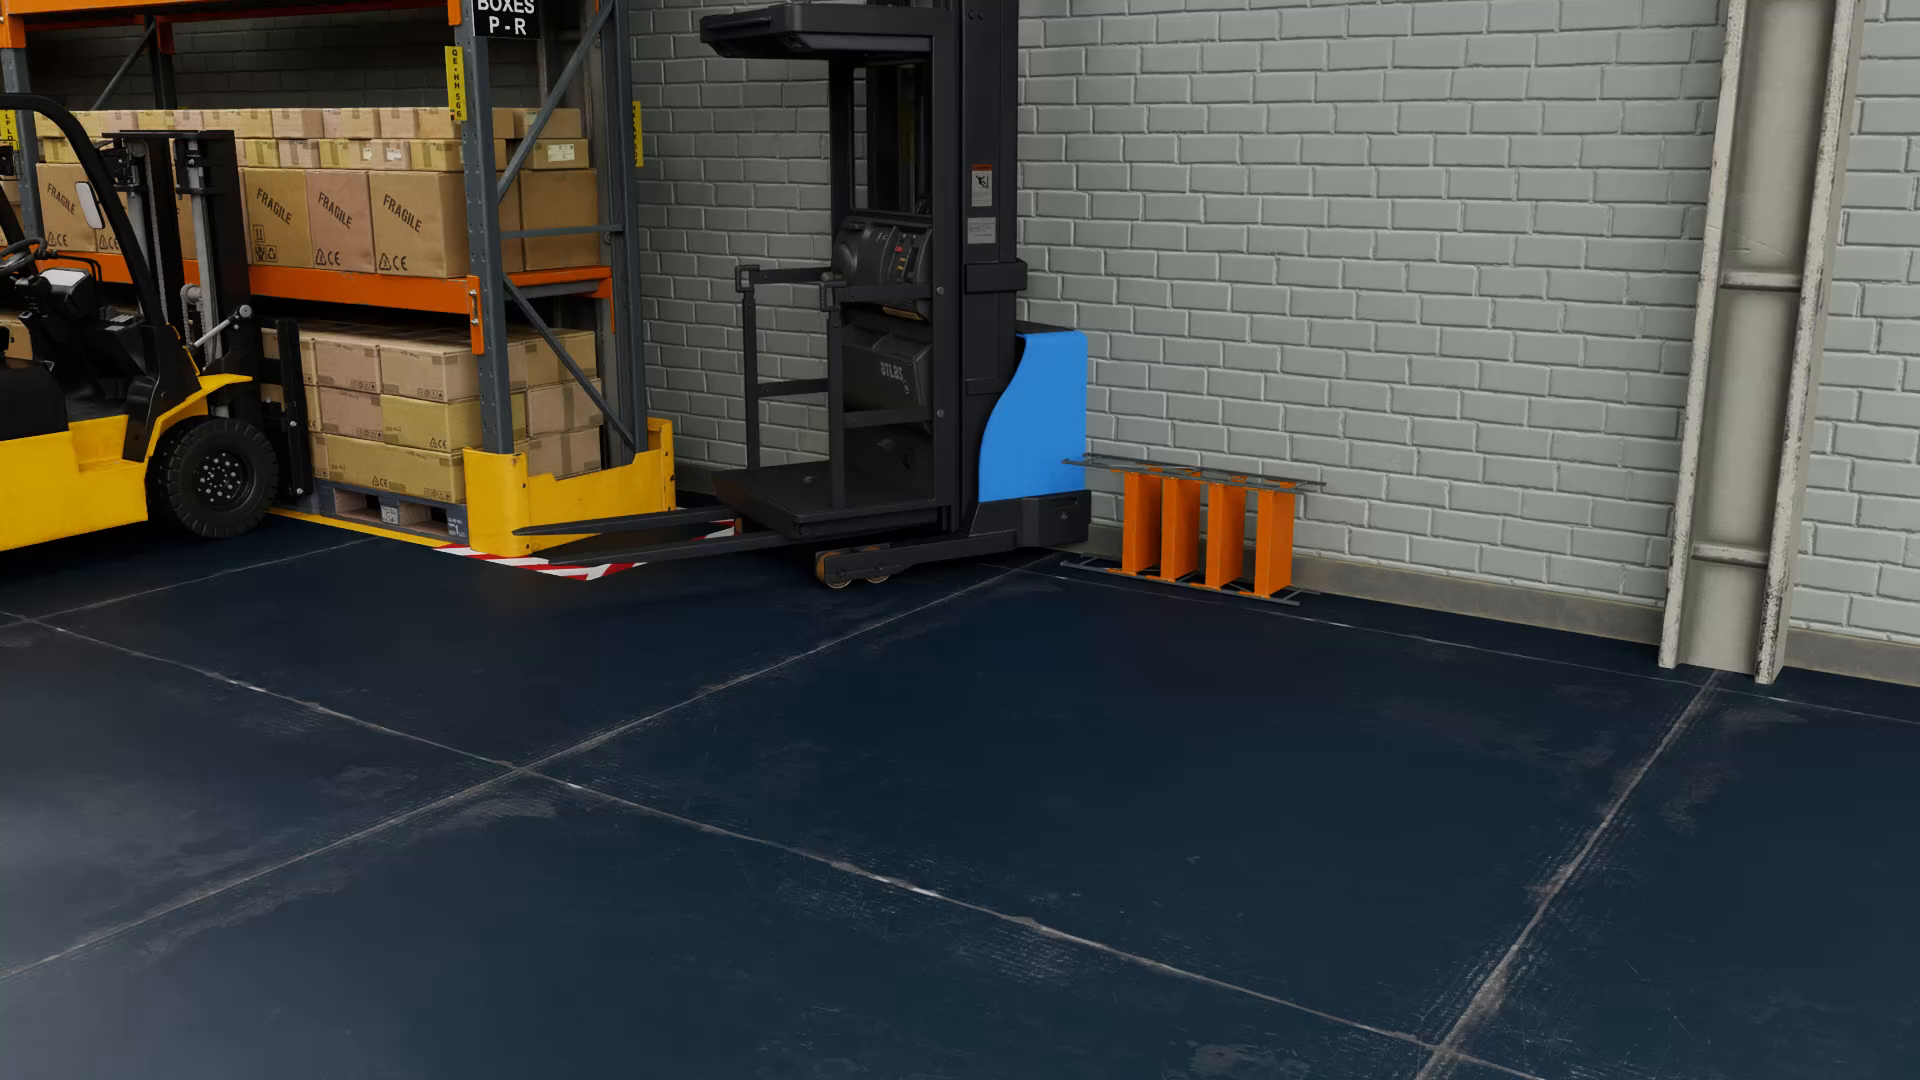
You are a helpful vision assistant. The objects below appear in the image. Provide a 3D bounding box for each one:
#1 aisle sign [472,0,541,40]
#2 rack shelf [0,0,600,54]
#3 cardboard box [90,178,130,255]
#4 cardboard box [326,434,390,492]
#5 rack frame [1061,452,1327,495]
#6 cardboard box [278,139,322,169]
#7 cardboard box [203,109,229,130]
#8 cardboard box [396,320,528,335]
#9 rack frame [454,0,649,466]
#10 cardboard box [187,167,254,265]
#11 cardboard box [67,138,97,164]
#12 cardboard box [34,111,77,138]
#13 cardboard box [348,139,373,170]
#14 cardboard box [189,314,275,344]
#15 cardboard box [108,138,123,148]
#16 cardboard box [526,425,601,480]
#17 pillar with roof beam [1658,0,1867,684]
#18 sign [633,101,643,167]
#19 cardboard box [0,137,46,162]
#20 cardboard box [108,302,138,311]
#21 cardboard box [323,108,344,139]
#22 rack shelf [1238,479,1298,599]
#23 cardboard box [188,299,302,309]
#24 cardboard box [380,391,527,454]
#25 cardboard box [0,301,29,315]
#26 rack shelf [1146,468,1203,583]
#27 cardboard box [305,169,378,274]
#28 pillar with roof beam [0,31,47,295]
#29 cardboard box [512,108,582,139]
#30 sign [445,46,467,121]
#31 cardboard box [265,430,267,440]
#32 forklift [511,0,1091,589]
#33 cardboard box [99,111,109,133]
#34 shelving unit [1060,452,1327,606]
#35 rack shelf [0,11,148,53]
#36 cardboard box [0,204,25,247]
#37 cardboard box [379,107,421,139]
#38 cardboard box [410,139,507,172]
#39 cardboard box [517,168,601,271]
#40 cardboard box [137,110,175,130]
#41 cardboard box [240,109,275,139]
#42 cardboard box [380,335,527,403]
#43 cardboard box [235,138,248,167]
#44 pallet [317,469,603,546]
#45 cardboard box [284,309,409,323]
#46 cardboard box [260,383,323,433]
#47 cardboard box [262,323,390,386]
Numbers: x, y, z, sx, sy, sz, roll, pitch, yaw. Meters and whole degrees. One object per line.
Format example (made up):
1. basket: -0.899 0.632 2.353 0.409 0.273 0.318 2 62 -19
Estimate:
1. aisle sign: -2.089 -2.703 7.592 0.004 0.787 0.394 9 17 33
2. rack shelf: -3.639 -2.884 8.986 4.000 0.370 1.077 9 17 33
3. cardboard box: -4.635 -1.916 9.612 0.500 0.500 0.500 10 17 34
4. cardboard box: -2.953 -0.447 8.733 0.500 0.250 0.500 9 17 33
5. rack frame: 1.030 -0.302 7.454 1.200 0.015 0.240 10 17 34
6. cardboard box: -3.281 -2.000 8.603 0.250 0.149 0.380 9 16 31
7. cardboard box: -3.870 -2.264 9.051 0.250 0.149 0.380 9 17 33
8. cardboard box: -2.690 -1.032 9.017 0.500 0.250 0.500 9 17 33
9. rack frame: -1.980 -1.509 8.176 0.127 3.000 1.000 9 17 33
10. cardboard box: -3.809 -1.776 9.049 0.500 0.500 0.500 9 17 33
11. cardboard box: -4.965 -2.279 9.730 0.250 0.149 0.380 10 17 34
12. cardboard box: -5.200 -2.451 9.806 0.250 0.149 0.380 10 17 34
13. cardboard box: -2.834 -1.938 8.353 0.250 0.149 0.380 10 17 34
14. cardboard box: -4.235 -1.137 9.443 0.500 0.250 0.500 10 17 35
15. cardboard box: -4.570 -2.202 9.418 0.250 0.149 0.380 10 17 34
16. cardboard box: -2.278 -0.483 8.880 0.500 0.250 0.500 9 17 33
17. pillar with roof beam: 0.521 -3.031 1.841 0.400 9.000 9.100 9 17 33
18. sign: -1.665 -2.077 8.507 0.005 0.325 0.100 9 17 33
19. cardboard box: -5.706 -2.410 10.260 0.250 0.149 0.380 10 17 35
20. cardboard box: -5.073 -1.272 9.988 0.500 0.250 0.500 9 16 32
21. cardboard box: -3.014 -2.128 8.498 0.250 0.149 0.380 9 17 33
22. rack shelf: 1.352 -0.011 7.294 0.148 0.480 0.258 10 17 34
23. cardboard box: -4.354 -1.307 10.130 0.500 0.250 0.500 9 16 32
24. cardboard box: -2.558 -0.624 8.408 0.500 0.250 0.500 9 16 32
25. cardboard box: -6.378 -1.270 11.278 0.625 0.625 0.875 9 17 32
26. rack shelf: 0.975 -0.075 7.550 0.148 0.480 0.258 10 17 34
27. cardboard box: -2.960 -1.643 8.508 0.500 0.500 0.500 10 17 35
28. pillar with roof beam: -9.436 -4.640 8.342 0.400 9.000 9.100 9 17 33
29. cardboard box: -2.139 -2.104 8.405 0.250 0.149 0.380 9 16 32
30. sign: -2.294 -2.080 7.579 0.005 0.325 0.100 9 17 33
31. cardboard box: -3.807 -0.581 9.275 0.500 0.250 0.500 10 17 35
32. forklift: -0.552 -1.350 7.677 3.031 2.935 1.130 -8 16 -28
33. cardboard box: -4.716 -2.402 9.606 0.250 0.149 0.380 9 16 32
34. shelving unit: 1.030 -0.065 7.513 1.200 0.503 0.258 10 17 34
35. rack shelf: -6.958 -3.420 11.153 4.000 0.370 1.077 9 17 33
36. cardboard box: -5.863 -1.988 10.424 0.500 0.250 0.500 10 17 34
37. cardboard box: -2.617 -2.050 8.184 0.250 0.149 0.380 9 17 33
38. cardboard box: -2.424 -1.863 8.049 0.250 0.149 0.380 9 17 34
39. cardboard box: -2.236 -1.679 8.656 0.500 0.500 0.500 10 17 35
40. cardboard box: -4.329 -2.317 9.265 0.250 0.149 0.380 9 16 32
41. cardboard box: -3.510 -2.174 8.686 0.250 0.149 0.380 10 17 34
42. cardboard box: -2.536 -0.863 8.334 0.500 0.250 0.500 10 17 35
43. cardboard box: -3.659 -2.082 8.932 0.250 0.149 0.380 9 17 32
44. pallet: -2.638 -0.250 8.892 1.213 0.211 1.003 9 17 33
45. cardboard box: -3.520 -1.171 9.579 0.500 0.250 0.500 9 16 32
46. cardboard box: -3.408 -0.758 8.951 0.500 0.250 0.500 9 16 32
47. cardboard box: -3.387 -0.996 8.872 0.500 0.250 0.500 9 17 34
